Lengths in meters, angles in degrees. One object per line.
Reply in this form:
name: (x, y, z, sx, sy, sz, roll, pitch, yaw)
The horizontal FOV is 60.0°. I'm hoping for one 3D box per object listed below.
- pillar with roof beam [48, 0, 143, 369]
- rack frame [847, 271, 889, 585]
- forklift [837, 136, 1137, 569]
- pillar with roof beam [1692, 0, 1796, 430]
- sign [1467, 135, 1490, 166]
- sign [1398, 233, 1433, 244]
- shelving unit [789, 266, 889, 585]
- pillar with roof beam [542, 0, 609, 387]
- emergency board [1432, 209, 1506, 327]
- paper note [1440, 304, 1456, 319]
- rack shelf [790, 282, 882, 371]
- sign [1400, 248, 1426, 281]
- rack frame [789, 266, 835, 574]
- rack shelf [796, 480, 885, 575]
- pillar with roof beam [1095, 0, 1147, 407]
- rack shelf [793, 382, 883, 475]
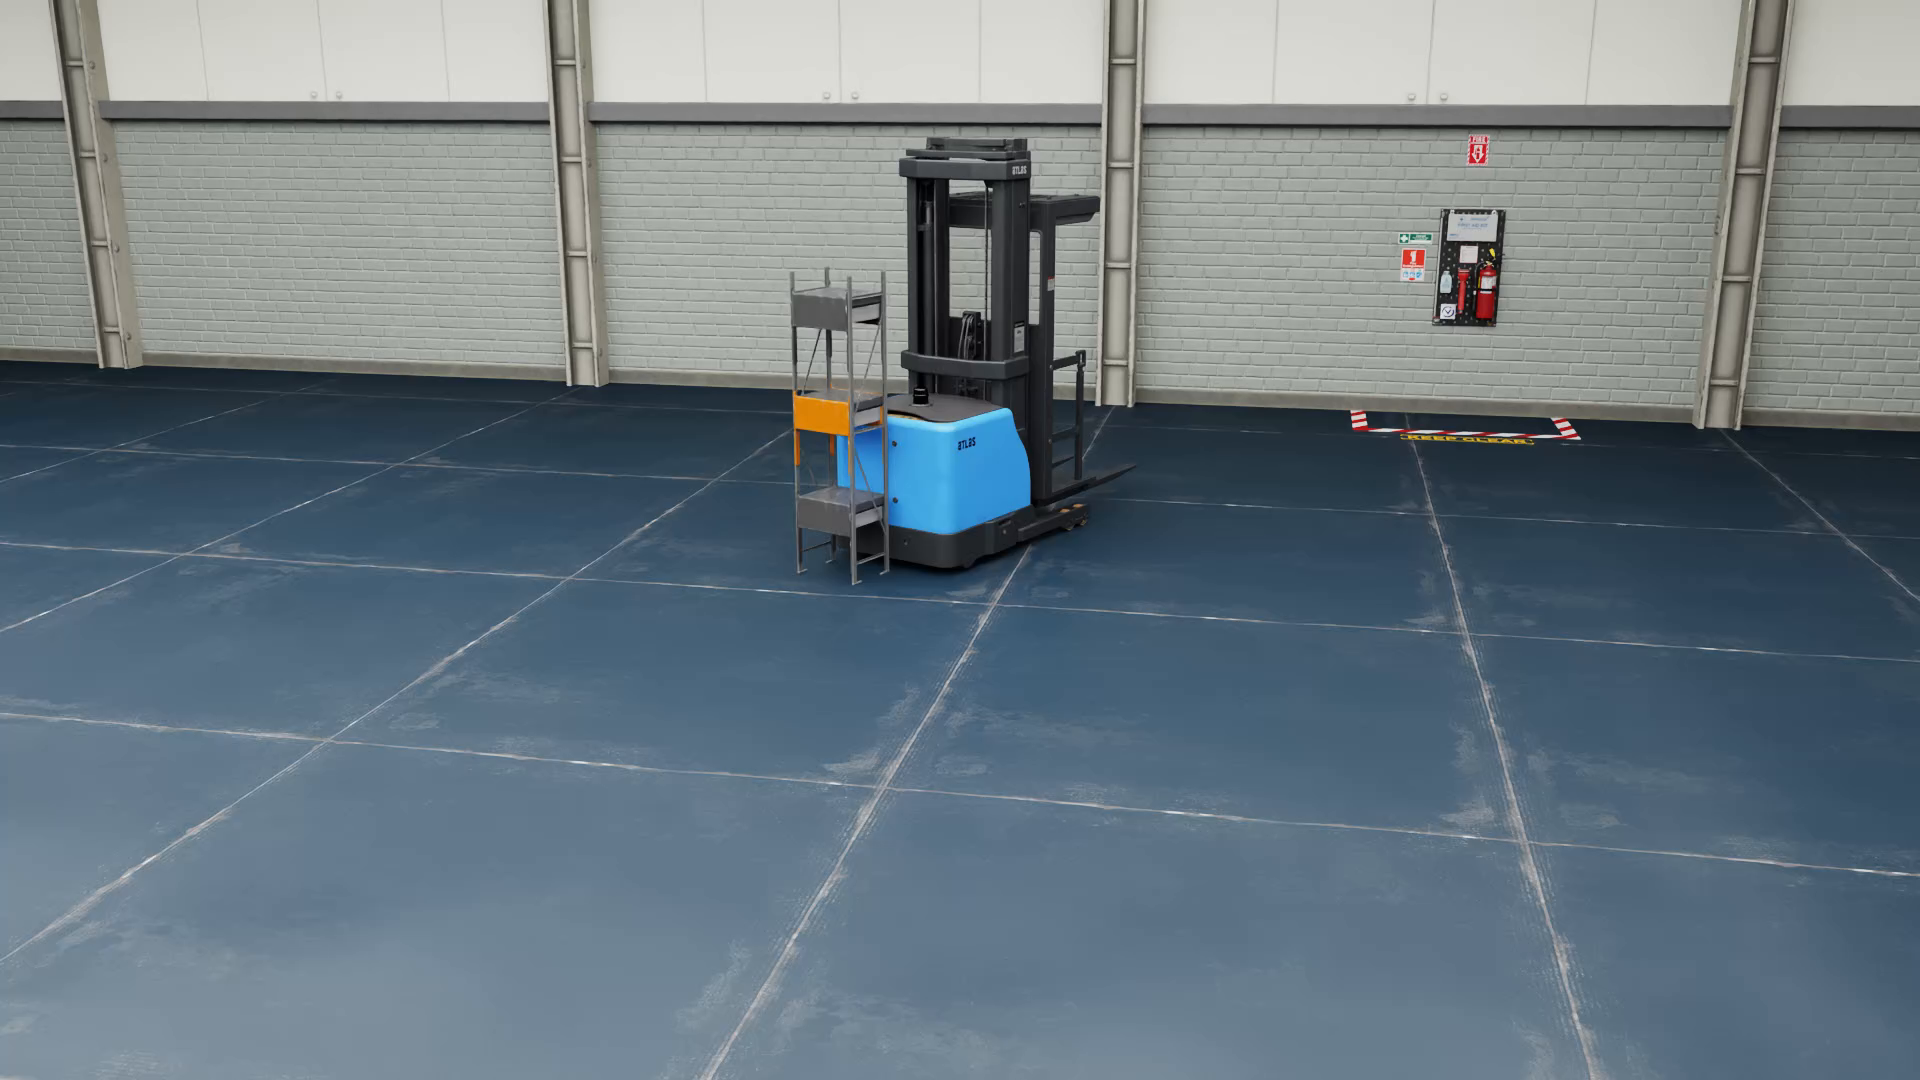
pillar with roof beam: (-10.958, -5.303, 14.778, 0.400, 9.000, 9.100, 3, 16, 11)
rack frame: (-0.617, -0.745, 11.249, 0.015, 2.100, 0.400, 11, 19, 34)
forklift: (0.355, -1.550, 12.597, 1.130, 2.935, 3.031, 10, 19, 33)
pillar with roof beam: (6.681, -4.345, 11.322, 0.400, 9.000, 9.100, 3, 16, 11)
sign: (5.137, -3.865, 16.485, 0.199, 0.298, 0.001, 3, 16, 11)
sign: (4.606, -3.048, 16.817, 0.331, 0.109, 0.001, 3, 16, 11)
shelving unit: (-0.817, -0.783, 11.384, 0.503, 2.100, 0.431, 11, 19, 34)
pillar with roof beam: (-5.078, -4.984, 13.626, 0.400, 9.000, 9.100, 3, 16, 11)
emergency board: (5.125, -2.722, 16.699, 0.643, 1.169, 0.194, 3, 16, 11)
paper note: (4.965, -2.325, 16.915, 0.142, 0.148, 0.016, 3, 16, 11)
rack shelf: (-0.817, -1.444, 11.201, 0.480, 0.518, 0.431, 11, 19, 34)
sign: (4.604, -2.795, 16.897, 0.234, 0.329, 0.001, 3, 16, 11)
rack frame: (-1.017, -0.820, 11.519, 0.015, 2.100, 0.400, 11, 19, 34)
rack shelf: (-0.817, -0.095, 11.575, 0.480, 0.518, 0.431, 11, 19, 34)
pillar with roof beam: (0.801, -4.664, 12.474, 0.400, 9.000, 9.100, 3, 16, 11)
rack shelf: (-0.817, -0.769, 11.388, 0.480, 0.518, 0.431, 11, 19, 34)
